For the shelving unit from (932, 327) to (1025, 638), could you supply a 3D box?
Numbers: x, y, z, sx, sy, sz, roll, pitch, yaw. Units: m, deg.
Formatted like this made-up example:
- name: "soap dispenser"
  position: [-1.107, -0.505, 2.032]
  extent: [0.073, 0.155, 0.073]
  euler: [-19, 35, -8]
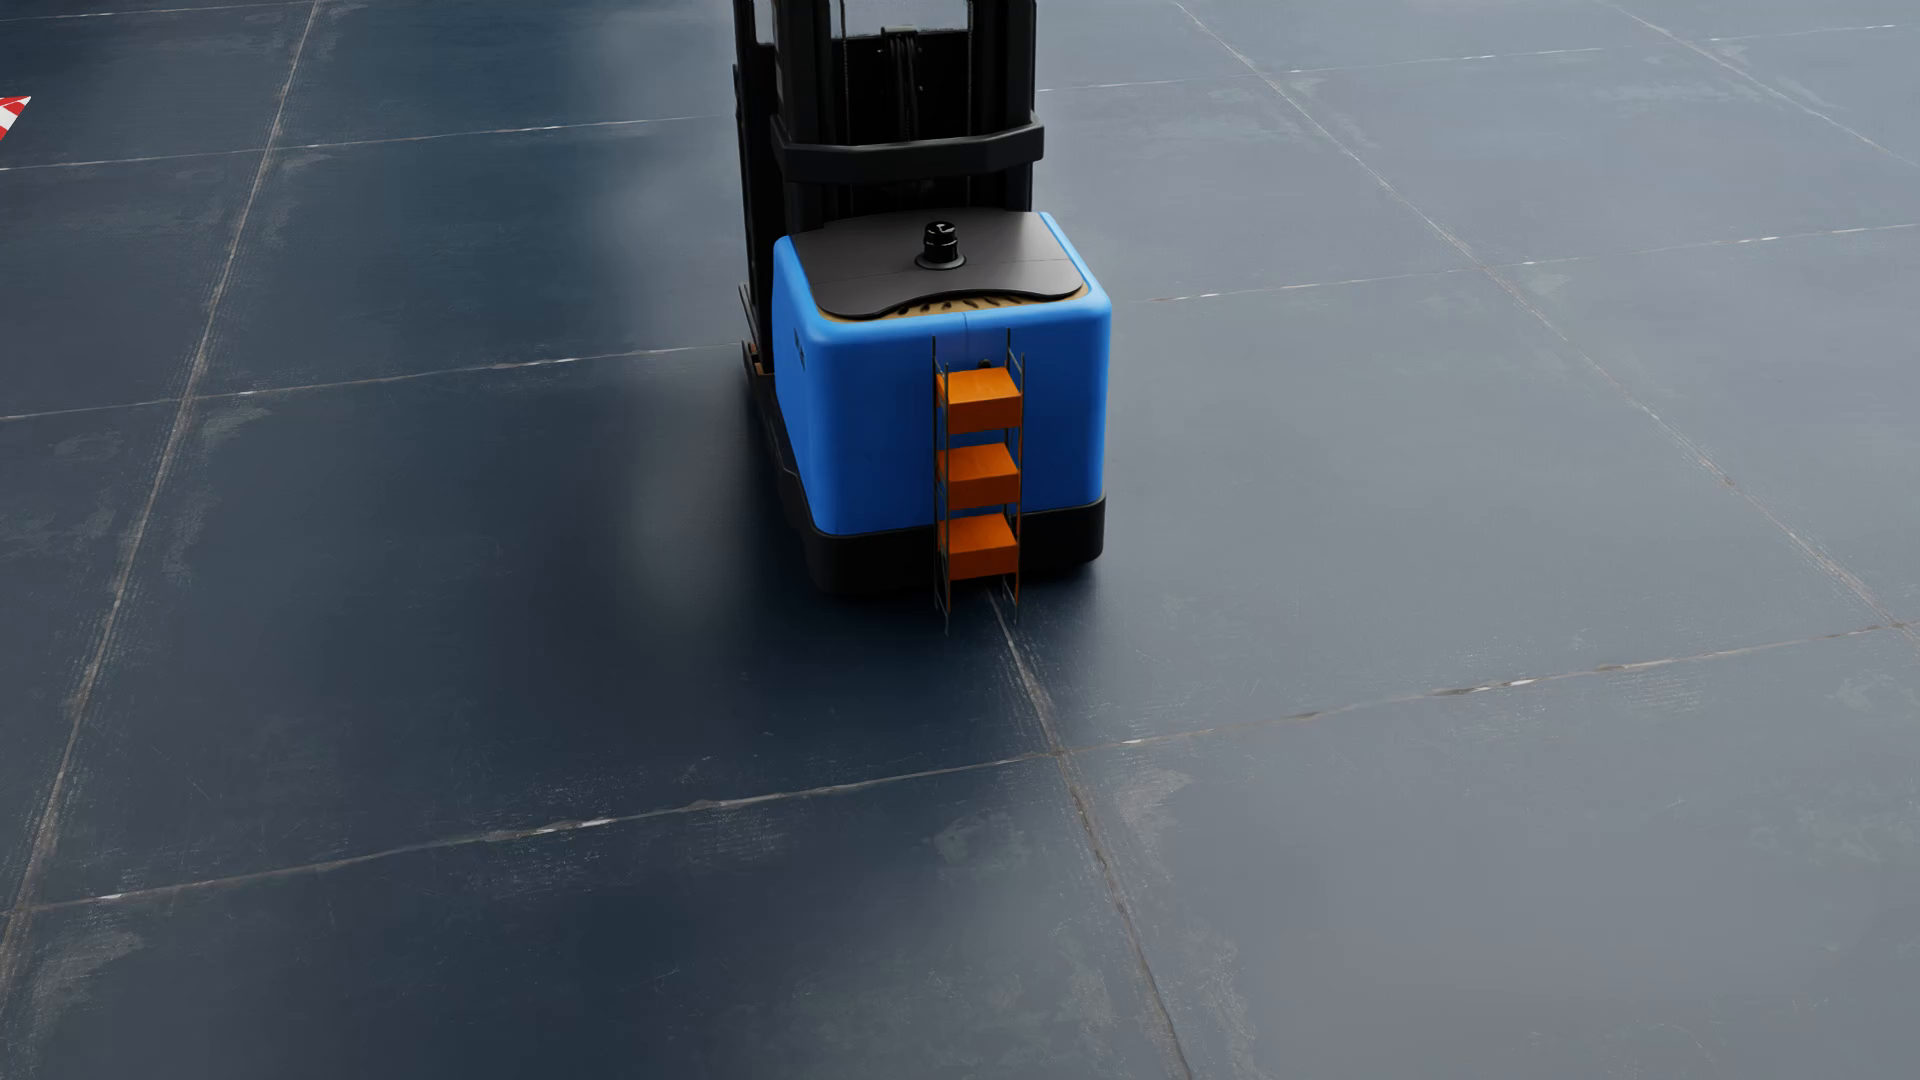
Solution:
- name: "shelving unit"
  position: [0.056, -0.171, 5.475]
  extent: [0.252, 1.050, 0.215]
  euler: [-7, 35, -11]

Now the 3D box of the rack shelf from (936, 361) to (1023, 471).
- name: "rack shelf"
  position: [0.056, -0.398, 5.323]
  extent: [0.240, 0.259, 0.215]
  euler: [-7, 35, -11]

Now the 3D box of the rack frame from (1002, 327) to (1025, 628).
- name: "rack frame"
  position: [0.175, -0.187, 5.498]
  extent: [0.008, 1.050, 0.200]
  euler: [-7, 35, -11]

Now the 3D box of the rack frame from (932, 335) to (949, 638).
- name: "rack frame"
  position: [-0.063, -0.156, 5.452]
  extent: [0.008, 1.050, 0.200]
  euler: [-7, 35, -11]

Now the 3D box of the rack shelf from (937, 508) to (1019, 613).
- name: "rack shelf"
  position: [0.056, 0.068, 5.636]
  extent: [0.240, 0.259, 0.215]
  euler: [-7, 35, -11]

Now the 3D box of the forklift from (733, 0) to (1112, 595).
- name: "forklift"
  position: [-0.319, -1.841, 6.276]
  extent: [1.130, 2.935, 3.031]
  euler: [-7, 35, -11]

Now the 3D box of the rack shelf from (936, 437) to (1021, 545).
- name: "rack shelf"
  position: [0.056, -0.163, 5.481]
  extent: [0.240, 0.259, 0.215]
  euler: [-7, 35, -11]
